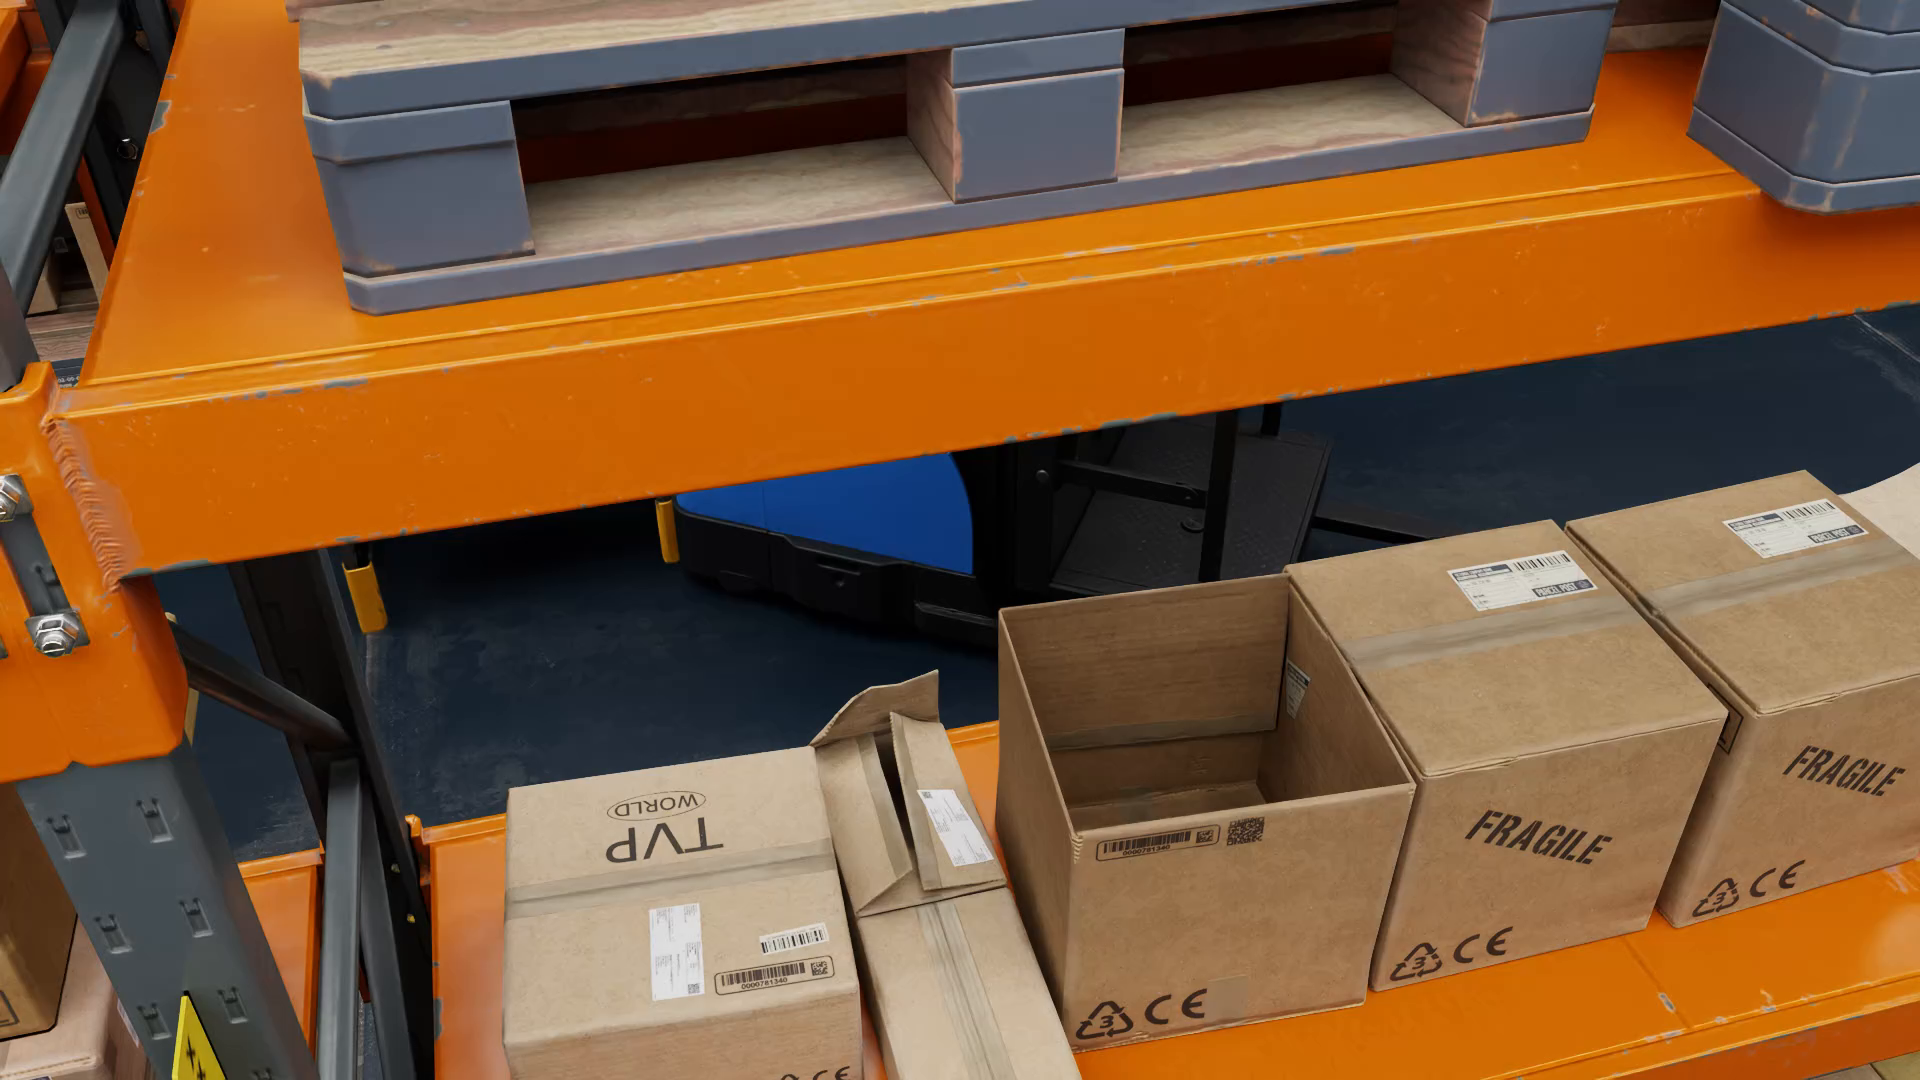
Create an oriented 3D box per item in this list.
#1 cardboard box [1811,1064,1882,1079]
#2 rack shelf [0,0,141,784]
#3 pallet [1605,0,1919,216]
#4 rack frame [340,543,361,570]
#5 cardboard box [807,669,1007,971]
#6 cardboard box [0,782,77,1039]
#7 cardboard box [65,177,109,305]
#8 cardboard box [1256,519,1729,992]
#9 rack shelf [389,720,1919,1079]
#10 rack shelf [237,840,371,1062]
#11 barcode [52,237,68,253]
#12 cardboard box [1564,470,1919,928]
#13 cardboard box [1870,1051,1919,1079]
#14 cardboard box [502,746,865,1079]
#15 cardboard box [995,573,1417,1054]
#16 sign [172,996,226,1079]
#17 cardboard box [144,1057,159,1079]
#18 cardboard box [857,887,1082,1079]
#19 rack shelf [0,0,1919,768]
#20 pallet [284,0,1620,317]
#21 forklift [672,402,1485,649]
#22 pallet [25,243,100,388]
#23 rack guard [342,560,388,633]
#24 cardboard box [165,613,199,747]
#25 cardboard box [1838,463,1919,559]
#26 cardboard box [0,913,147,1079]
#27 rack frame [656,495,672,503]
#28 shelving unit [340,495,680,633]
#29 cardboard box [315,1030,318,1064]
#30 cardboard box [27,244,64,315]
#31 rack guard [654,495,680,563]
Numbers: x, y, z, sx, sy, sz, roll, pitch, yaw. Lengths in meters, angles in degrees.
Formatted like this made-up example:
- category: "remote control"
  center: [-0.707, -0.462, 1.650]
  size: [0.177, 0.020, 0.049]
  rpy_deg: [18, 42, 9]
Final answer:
- category: "cardboard box"
  center: [1.530, 1.119, 3.274]
  size: [0.500, 0.311, 0.500]
  rpy_deg: [-10, 38, -12]
- category: "rack shelf"
  center: [-2.832, 0.069, 1.314]
  size: [4.000, 0.370, 1.077]
  rpy_deg: [-9, 38, -12]
- category: "pallet"
  center: [1.249, -0.753, 1.952]
  size: [1.213, 0.211, 1.003]
  rpy_deg: [-8, 38, -10]
- category: "rack frame"
  center: [-2.012, -0.465, 5.123]
  size: [0.032, 1.500, 0.500]
  rpy_deg: [-13, 39, -17]
- category: "cardboard box"
  center: [-0.101, 0.465, 2.784]
  size: [0.258, 0.266, 0.396]
  rpy_deg: [-10, 39, -13]
- category: "cardboard box"
  center: [-1.328, 0.177, 1.899]
  size: [0.500, 0.500, 0.700]
  rpy_deg: [-9, 38, -12]
- category: "cardboard box"
  center: [-3.188, -1.241, 6.598]
  size: [0.500, 0.500, 0.500]
  rpy_deg: [-12, 39, -15]
- category: "cardboard box"
  center: [0.836, 0.344, 2.750]
  size: [0.500, 0.500, 0.500]
  rpy_deg: [-9, 38, -12]
- category: "rack shelf"
  center: [1.029, 0.627, 3.053]
  size: [4.000, 0.370, 1.077]
  rpy_deg: [-9, 38, -12]
- category: "rack shelf"
  center: [-2.832, 1.261, 2.225]
  size: [4.000, 0.370, 1.077]
  rpy_deg: [-9, 38, -12]
- category: "barcode"
  center: [-3.658, -1.194, 6.735]
  size: [0.075, 0.075, 0.001]
  rpy_deg: [-9, 38, -12]
- category: "cardboard box"
  center: [1.344, 0.260, 2.859]
  size: [0.500, 0.500, 0.500]
  rpy_deg: [-11, 39, -14]
- category: "cardboard box"
  center: [2.019, 1.041, 3.376]
  size: [0.500, 0.311, 0.500]
  rpy_deg: [-10, 39, -13]
- category: "cardboard box"
  center: [-0.438, 0.614, 2.602]
  size: [0.500, 0.250, 0.500]
  rpy_deg: [-7, 38, -9]
- category: "cardboard box"
  center: [0.353, 0.423, 2.646]
  size: [0.500, 0.500, 0.500]
  rpy_deg: [-7, 38, -9]
- category: "sign"
  center: [-0.755, 0.608, 1.708]
  size: [0.005, 0.325, 0.100]
  rpy_deg: [-9, 38, -12]
- category: "cardboard box"
  center: [-1.328, 0.693, 2.293]
  size: [0.500, 0.500, 0.700]
  rpy_deg: [-10, 39, -13]
- category: "cardboard box"
  center: [0.007, 0.738, 2.524]
  size: [0.250, 0.149, 0.380]
  rpy_deg: [-9, 38, -12]
- category: "rack shelf"
  center: [1.029, -0.564, 2.142]
  size: [4.000, 0.370, 1.077]
  rpy_deg: [-9, 38, -12]
- category: "pallet"
  center: [-0.053, -0.604, 1.760]
  size: [1.217, 0.209, 0.805]
  rpy_deg: [-11, 39, -14]
- category: "forklift"
  center: [0.636, -1.012, 4.661]
  size: [3.031, 2.935, 1.130]
  rpy_deg: [12, 39, 15]
- category: "pallet"
  center: [-4.016, -0.817, 6.644]
  size: [1.213, 0.211, 1.003]
  rpy_deg: [-9, 38, -12]
- category: "rack guard"
  center: [-1.994, 0.027, 5.509]
  size: [0.087, 0.250, 0.587]
  rpy_deg: [-13, 39, -17]
- category: "cardboard box"
  center: [-1.212, 0.290, 2.286]
  size: [0.250, 0.149, 0.380]
  rpy_deg: [-9, 38, -12]
- category: "cardboard box"
  center: [2.046, 0.088, 3.239]
  size: [0.500, 0.311, 0.500]
  rpy_deg: [-10, 38, -12]
- category: "cardboard box"
  center: [-1.108, 0.530, 1.973]
  size: [0.250, 0.149, 0.380]
  rpy_deg: [-9, 38, -12]
- category: "rack frame"
  center: [-1.064, -0.689, 5.416]
  size: [0.032, 1.500, 0.500]
  rpy_deg: [-13, 39, -17]
- category: "shelving unit"
  center: [-1.530, -0.579, 5.272]
  size: [1.083, 1.500, 0.587]
  rpy_deg: [-13, 39, -17]
- category: "cardboard box"
  center: [-1.431, 1.176, 3.045]
  size: [0.500, 0.500, 0.500]
  rpy_deg: [-9, 38, -12]
- category: "cardboard box"
  center: [-3.746, -1.048, 6.635]
  size: [0.250, 0.149, 0.380]
  rpy_deg: [-12, 39, -16]
- category: "rack guard"
  center: [-1.066, -0.192, 5.795]
  size: [0.087, 0.250, 0.587]
  rpy_deg: [-13, 39, -17]
